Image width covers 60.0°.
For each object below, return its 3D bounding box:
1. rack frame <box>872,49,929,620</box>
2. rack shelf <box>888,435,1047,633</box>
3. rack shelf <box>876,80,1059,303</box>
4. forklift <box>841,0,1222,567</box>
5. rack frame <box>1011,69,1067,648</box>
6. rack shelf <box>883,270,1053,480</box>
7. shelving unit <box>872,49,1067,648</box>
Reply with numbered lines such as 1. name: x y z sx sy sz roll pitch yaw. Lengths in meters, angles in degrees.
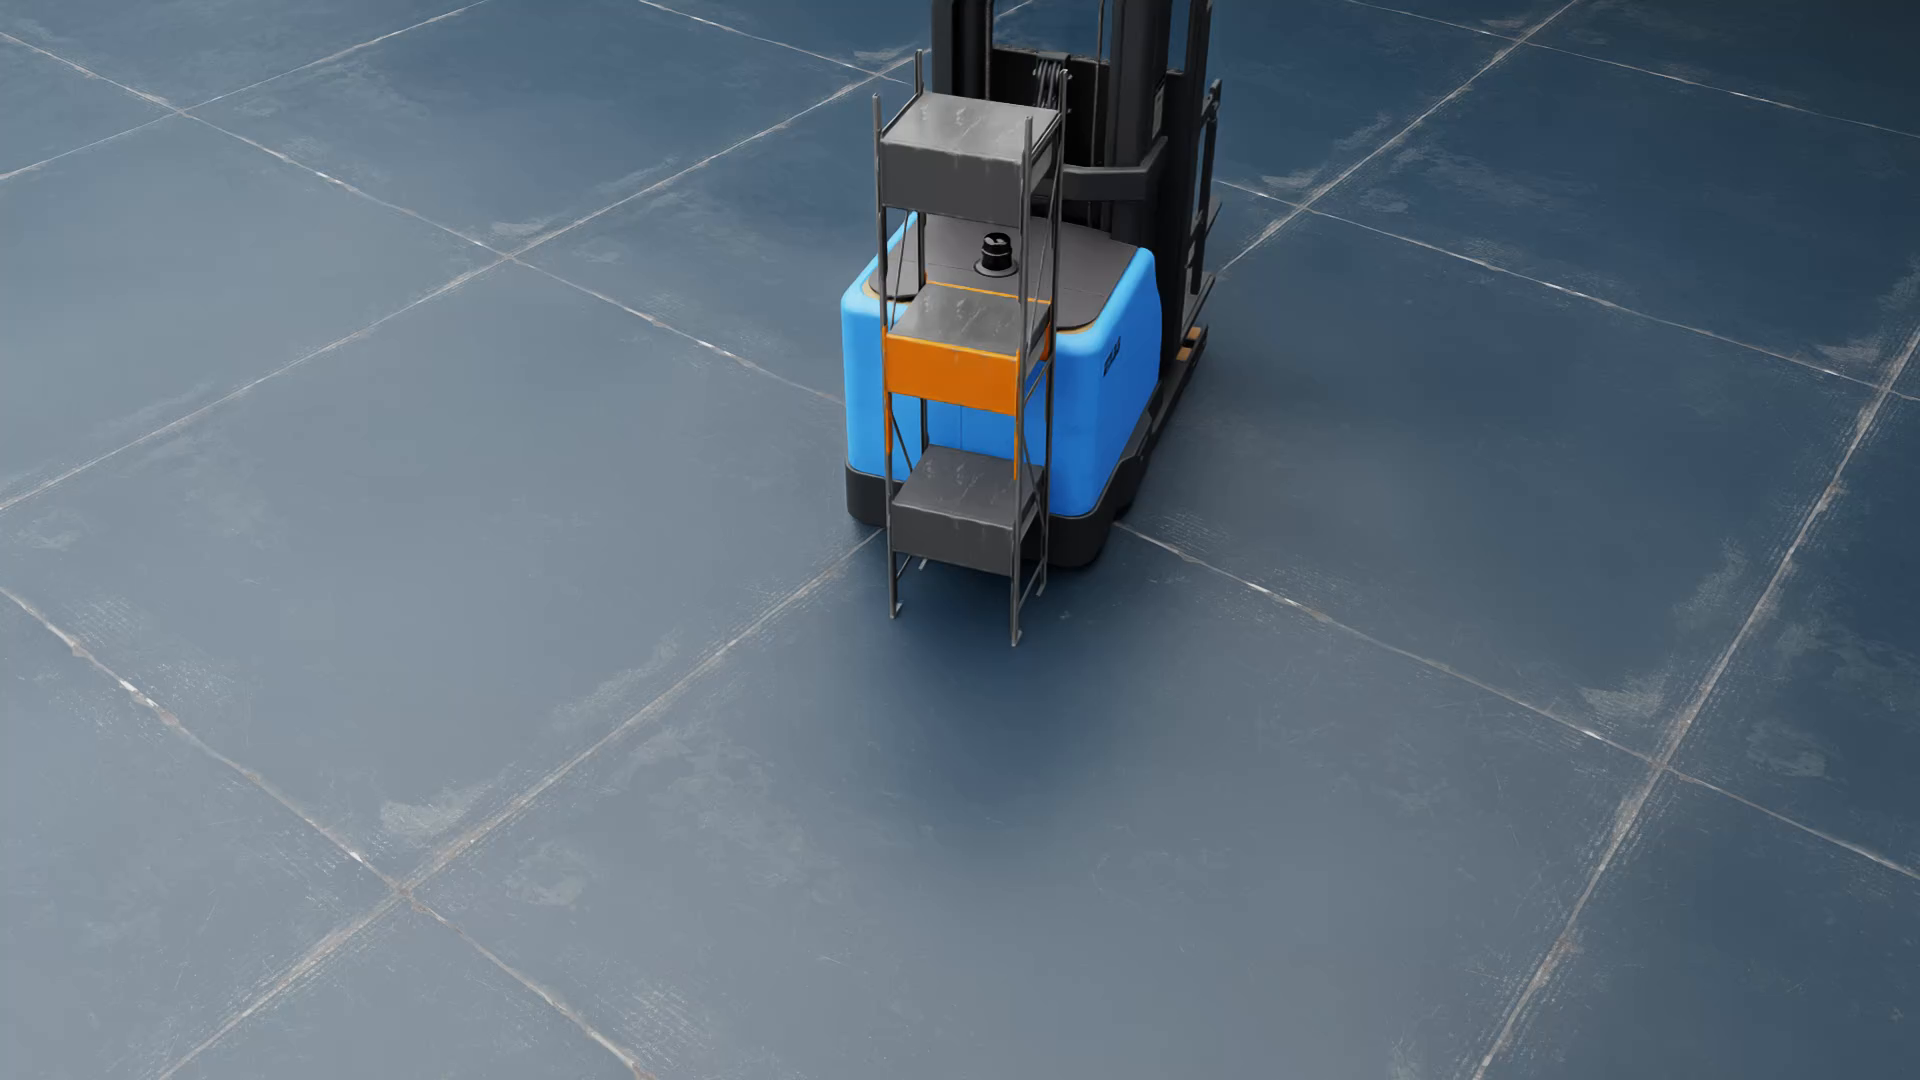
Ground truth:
1. rack frame: -0.195 -0.639 5.863 0.015 2.100 0.400 12 40 15
2. rack shelf: 0.036 -0.028 6.240 0.480 0.518 0.431 12 40 15
3. rack shelf: 0.036 -1.130 5.377 0.480 0.518 0.431 12 40 15
4. forklift: 0.523 -1.959 6.874 1.130 2.935 3.031 13 40 16
5. rack frame: 0.266 -0.540 5.736 0.015 2.100 0.400 12 40 15
6. rack shelf: 0.036 -0.579 5.808 0.480 0.518 0.431 12 40 15
7. shelving unit: 0.036 -0.589 5.800 0.503 2.100 0.431 12 40 15
